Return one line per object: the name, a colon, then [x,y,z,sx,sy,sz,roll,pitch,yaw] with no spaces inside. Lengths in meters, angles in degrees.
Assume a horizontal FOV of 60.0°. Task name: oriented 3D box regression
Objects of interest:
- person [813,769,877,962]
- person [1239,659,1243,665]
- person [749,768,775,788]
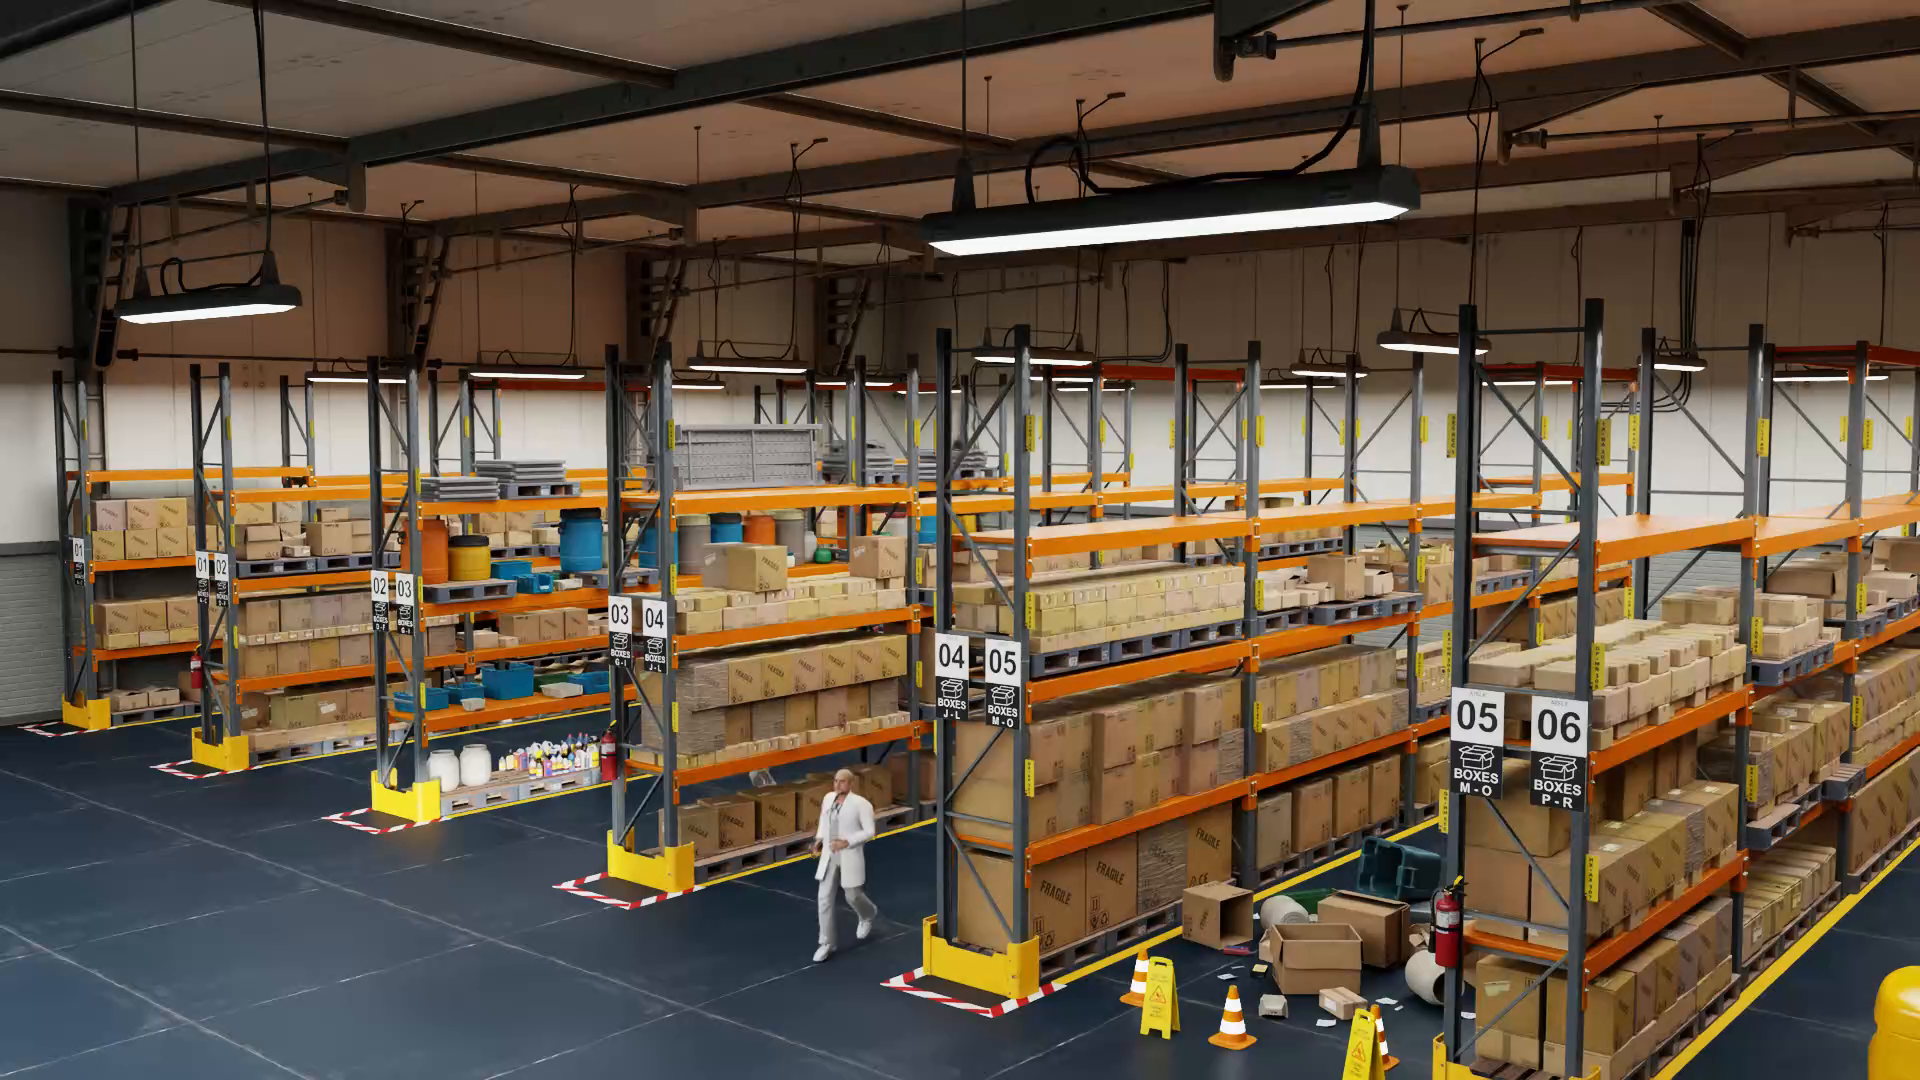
person: [-1.125,3.100,16.166,0.722,1.779,0.993,2,5,25]
person: [4.114,2.554,23.946,0.667,1.750,0.915,3,5,35]
person: [-2.611,2.711,21.741,0.599,1.806,0.756,3,5,40]
